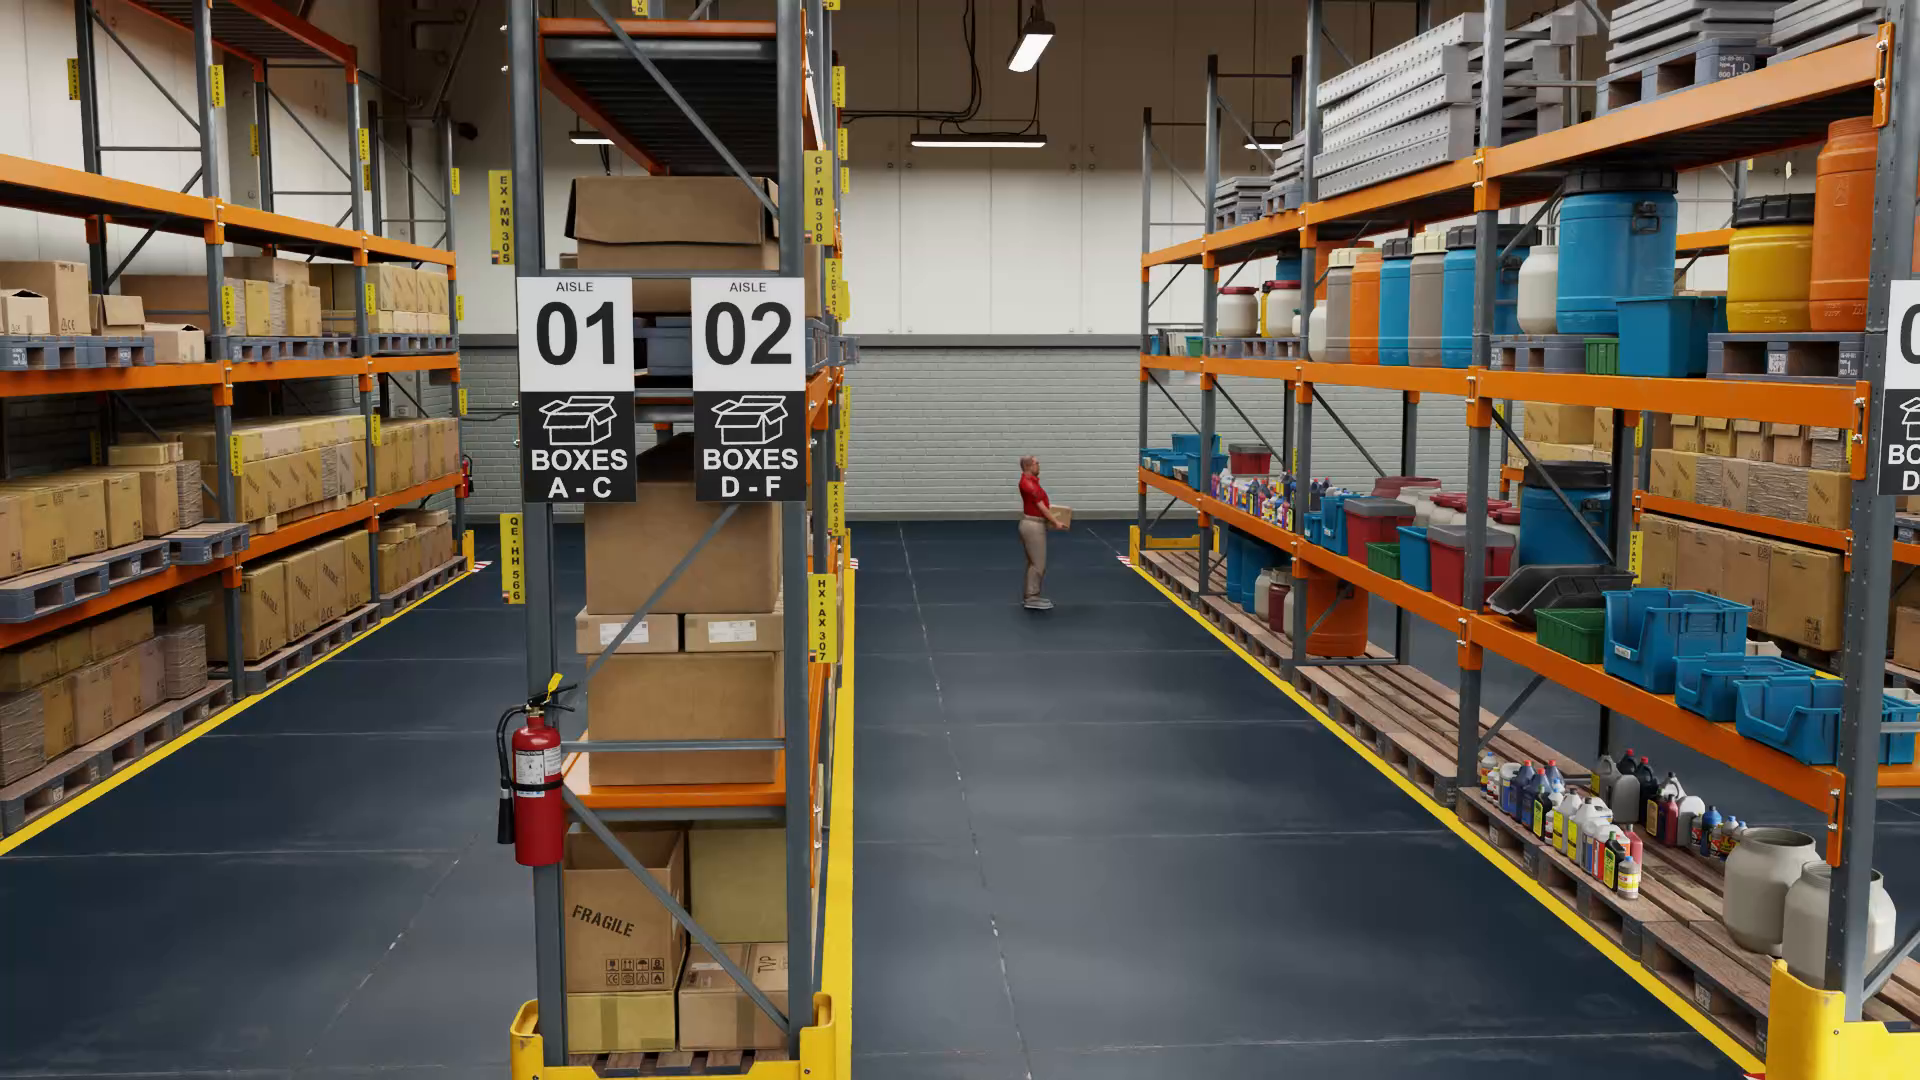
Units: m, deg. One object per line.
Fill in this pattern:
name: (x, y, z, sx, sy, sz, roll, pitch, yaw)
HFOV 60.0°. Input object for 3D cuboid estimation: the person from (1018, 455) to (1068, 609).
person: (0.928, -0.098, 18.693, 0.536, 1.715, 0.494, 0, 7, -3)
